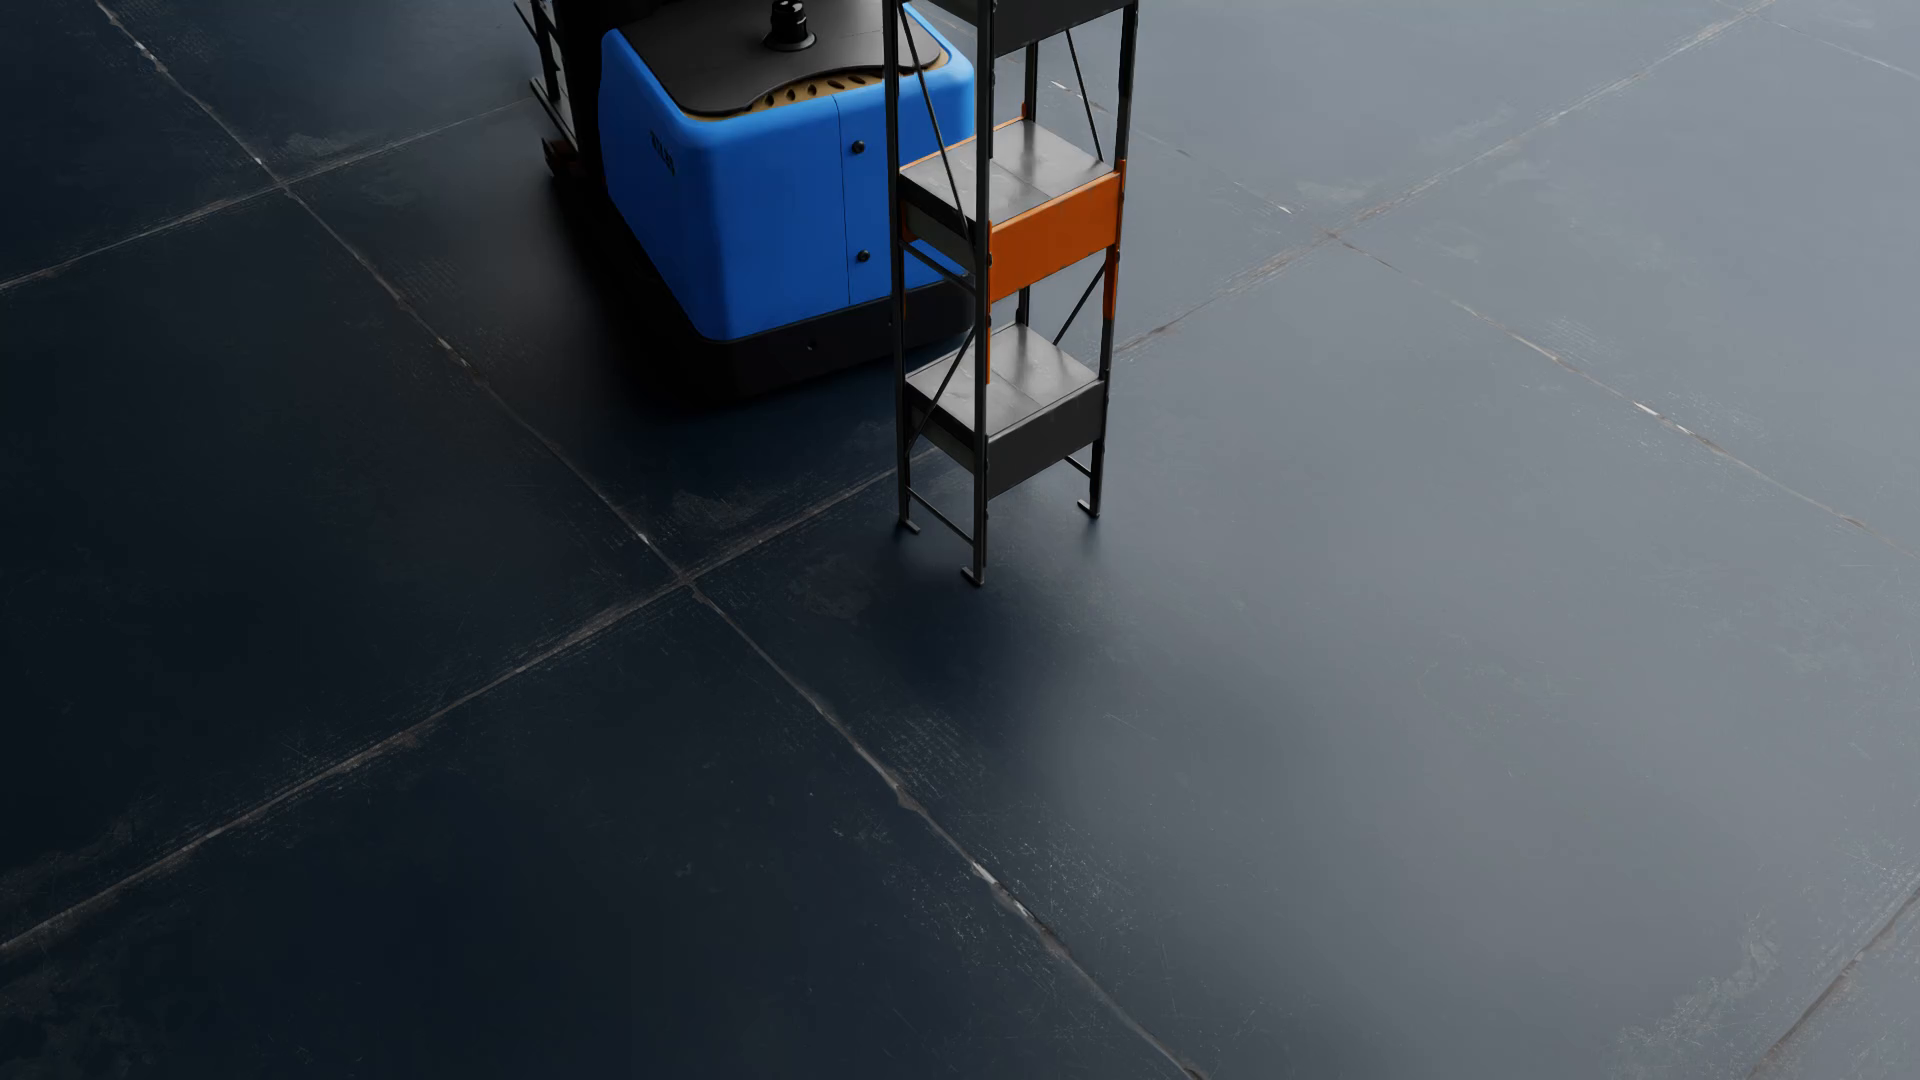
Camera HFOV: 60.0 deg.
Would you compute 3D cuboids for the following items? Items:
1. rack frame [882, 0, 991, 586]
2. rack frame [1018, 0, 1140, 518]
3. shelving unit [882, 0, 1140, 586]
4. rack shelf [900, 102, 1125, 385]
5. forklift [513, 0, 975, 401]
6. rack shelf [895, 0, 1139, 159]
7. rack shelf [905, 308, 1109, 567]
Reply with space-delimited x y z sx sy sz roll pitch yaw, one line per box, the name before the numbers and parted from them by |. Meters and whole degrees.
rack frame | -0.060 -0.731 4.494 0.015 2.100 0.400 -30 51 -28
rack frame | 0.314 -0.945 4.723 0.015 2.100 0.400 -30 51 -28
shelving unit | 0.127 -0.838 4.609 0.503 2.100 0.431 -30 51 -28
rack shelf | 0.127 -0.828 4.618 0.480 0.518 0.431 -30 51 -28
forklift | -1.047 -2.551 5.825 1.130 2.935 3.031 -19 46 -19
rack shelf | 0.127 -1.338 4.139 0.480 0.518 0.431 -30 51 -28
rack shelf | 0.127 -0.318 5.097 0.480 0.518 0.431 -30 51 -28
